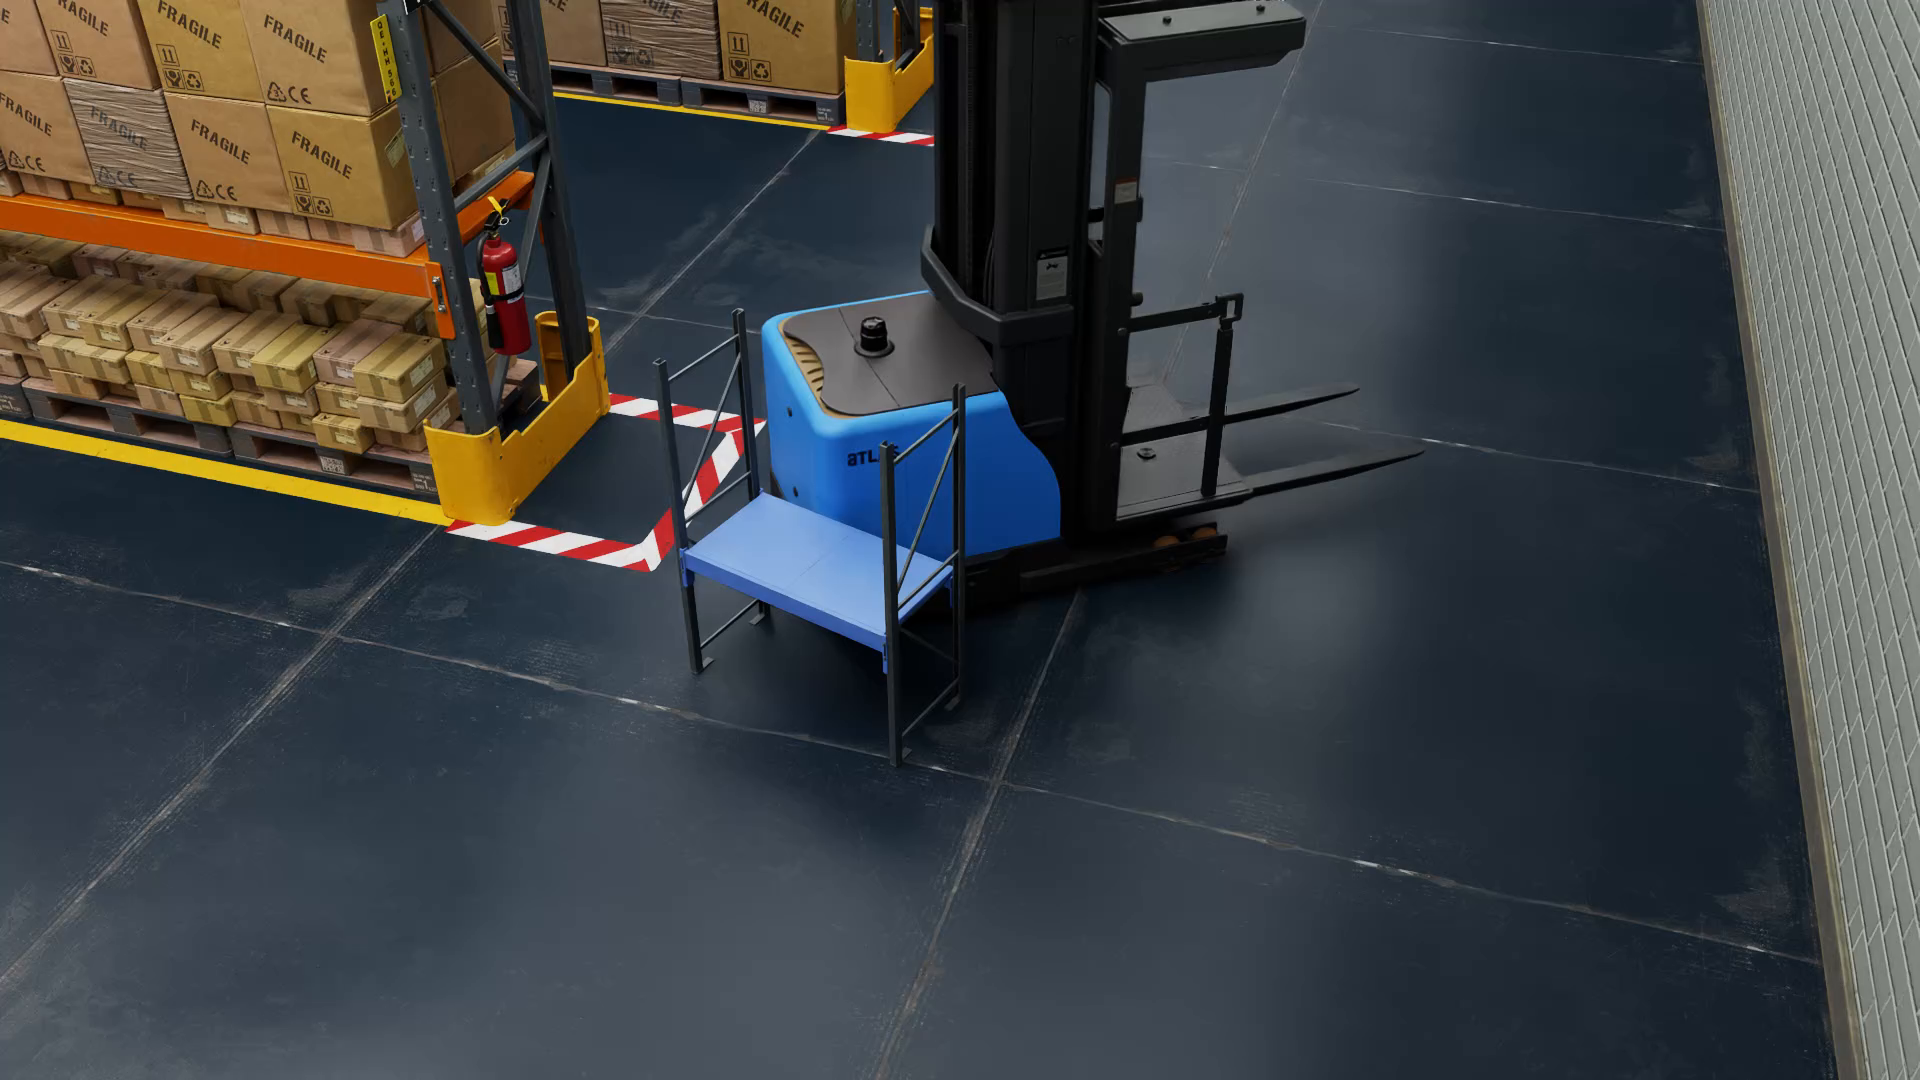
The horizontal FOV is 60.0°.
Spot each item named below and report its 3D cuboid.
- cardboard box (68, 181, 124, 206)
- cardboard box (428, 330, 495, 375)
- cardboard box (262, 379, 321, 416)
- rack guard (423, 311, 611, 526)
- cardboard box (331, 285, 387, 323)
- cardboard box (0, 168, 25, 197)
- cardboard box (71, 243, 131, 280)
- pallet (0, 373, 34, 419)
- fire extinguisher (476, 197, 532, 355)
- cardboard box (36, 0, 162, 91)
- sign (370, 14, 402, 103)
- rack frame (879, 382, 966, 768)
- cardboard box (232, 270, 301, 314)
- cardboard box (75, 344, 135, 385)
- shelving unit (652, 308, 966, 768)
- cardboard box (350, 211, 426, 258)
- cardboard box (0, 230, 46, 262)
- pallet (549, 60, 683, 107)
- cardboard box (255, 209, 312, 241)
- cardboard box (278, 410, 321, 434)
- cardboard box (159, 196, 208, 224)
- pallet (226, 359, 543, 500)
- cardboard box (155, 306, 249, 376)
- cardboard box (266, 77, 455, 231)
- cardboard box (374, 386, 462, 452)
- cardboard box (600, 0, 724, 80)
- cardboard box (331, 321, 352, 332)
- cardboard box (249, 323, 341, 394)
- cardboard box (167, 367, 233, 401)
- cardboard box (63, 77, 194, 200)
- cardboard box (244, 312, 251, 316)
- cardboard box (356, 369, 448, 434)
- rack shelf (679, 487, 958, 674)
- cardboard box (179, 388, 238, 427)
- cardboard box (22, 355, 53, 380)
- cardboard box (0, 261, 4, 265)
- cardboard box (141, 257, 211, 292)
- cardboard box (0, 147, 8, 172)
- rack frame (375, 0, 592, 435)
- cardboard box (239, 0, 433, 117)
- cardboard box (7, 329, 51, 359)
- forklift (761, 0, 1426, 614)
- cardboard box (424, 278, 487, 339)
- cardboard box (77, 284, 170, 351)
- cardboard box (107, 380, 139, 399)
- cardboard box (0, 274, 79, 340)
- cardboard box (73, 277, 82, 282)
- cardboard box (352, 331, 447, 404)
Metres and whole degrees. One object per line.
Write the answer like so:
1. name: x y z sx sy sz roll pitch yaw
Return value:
1. cardboard box: -3.930 -1.722 7.771 0.250 0.149 0.380 11 38 15
2. cardboard box: -2.497 -0.989 8.363 0.250 0.149 0.380 12 38 16
3. cardboard box: -3.159 -0.773 8.070 0.250 0.149 0.380 9 37 12
4. rack guard: -2.146 -0.617 8.166 0.348 0.500 1.175 10 38 14
5. cardboard box: -2.974 -1.253 8.471 0.250 0.149 0.380 10 38 14
6. cardboard box: -4.447 -1.775 7.844 0.250 0.149 0.380 12 38 16
7. cardboard box: -4.468 -1.514 8.825 0.250 0.149 0.380 9 37 12
8. pallet: -5.240 -1.095 9.060 1.213 0.211 1.003 10 38 14
9. fire extinguisher: -1.971 -1.123 7.125 0.183 0.674 0.296 10 38 14
10. cardboard box: -3.567 -2.289 7.151 0.500 0.500 0.500 12 38 16
11. sign: -2.258 -1.893 6.548 0.005 0.325 0.100 10 38 14
12. rack frame: -0.127 0.162 6.265 0.032 1.500 0.500 21 41 26
13. cardboard box: -3.497 -1.304 8.541 0.250 0.149 0.380 12 38 16
14. cardboard box: -4.167 -0.946 8.305 0.250 0.149 0.380 11 38 14
15. shelving unit: -0.554 -0.002 6.488 1.048 1.500 0.538 21 41 26
16. cardboard box: -2.469 -1.407 7.342 0.250 0.149 0.380 11 38 14
17. cardboard box: -4.979 -1.599 8.941 0.250 0.149 0.380 10 38 13
18. pallet: -2.445 -3.589 12.449 1.213 0.211 1.003 10 38 14
19. cardboard box: -2.939 -1.508 7.480 0.250 0.149 0.380 10 38 13
20. cardboard box: -3.140 -0.690 8.207 0.250 0.149 0.380 10 38 14
21. cardboard box: -3.432 -1.603 7.609 0.250 0.149 0.380 9 37 12
22. pallet: -2.911 -0.664 8.474 1.213 0.211 1.003 10 38 14
23. cardboard box: -3.663 -0.969 8.085 0.250 0.149 0.380 12 38 16
24. cardboard box: -2.579 -1.704 7.199 0.500 0.500 0.500 11 38 15
25. cardboard box: -2.638 -0.606 8.094 0.250 0.149 0.380 11 38 15
26. cardboard box: -2.001 -3.941 12.012 0.875 0.875 0.875 10 38 14
27. cardboard box: -3.002 -1.062 8.462 0.250 0.149 0.380 11 38 14
28. cardboard box: -3.162 -0.872 7.953 0.250 0.149 0.380 10 37 13
29. cardboard box: -3.657 -0.858 8.185 0.250 0.149 0.380 11 38 15
30. cardboard box: -3.556 -1.882 7.441 0.500 0.500 0.500 11 38 14
31. cardboard box: -3.496 -1.162 8.598 0.250 0.149 0.380 9 37 12
32. cardboard box: -2.662 -0.683 7.947 0.250 0.149 0.380 10 37 13
33. rack shelf: -0.554 0.143 6.594 1.000 0.185 0.538 21 41 26
34. cardboard box: -3.642 -0.735 8.270 0.250 0.149 0.380 9 37 12
35. cardboard box: -4.609 -0.986 8.610 0.250 0.149 0.380 9 37 12
36. cardboard box: -5.123 -1.300 8.535 0.250 0.149 0.380 10 38 13
37. cardboard box: -4.003 -1.367 8.626 0.250 0.149 0.380 11 38 14
38. cardboard box: -4.549 -2.054 7.675 0.500 0.500 0.500 10 37 13
39. rack frame: -2.073 -1.610 7.407 0.127 3.000 1.000 10 38 14
40. cardboard box: -2.584 -2.113 6.911 0.500 0.500 0.500 10 37 13
41. cardboard box: -4.617 -1.085 8.493 0.250 0.149 0.380 12 38 16
42. forklift: 0.692 -1.317 7.067 3.031 2.935 1.130 -12 38 -16
43. cardboard box: -2.472 -1.155 8.338 0.250 0.149 0.380 9 37 12
44. cardboard box: -4.140 -1.109 8.275 0.250 0.149 0.380 11 38 14
45. cardboard box: -4.116 -0.882 8.469 0.250 0.149 0.380 12 38 15
46. cardboard box: -4.649 -1.176 8.366 0.250 0.149 0.380 11 38 15
47. cardboard box: -4.514 -1.370 8.881 0.250 0.149 0.380 11 38 15
48. cardboard box: -2.654 -0.821 7.884 0.250 0.149 0.380 11 38 14
